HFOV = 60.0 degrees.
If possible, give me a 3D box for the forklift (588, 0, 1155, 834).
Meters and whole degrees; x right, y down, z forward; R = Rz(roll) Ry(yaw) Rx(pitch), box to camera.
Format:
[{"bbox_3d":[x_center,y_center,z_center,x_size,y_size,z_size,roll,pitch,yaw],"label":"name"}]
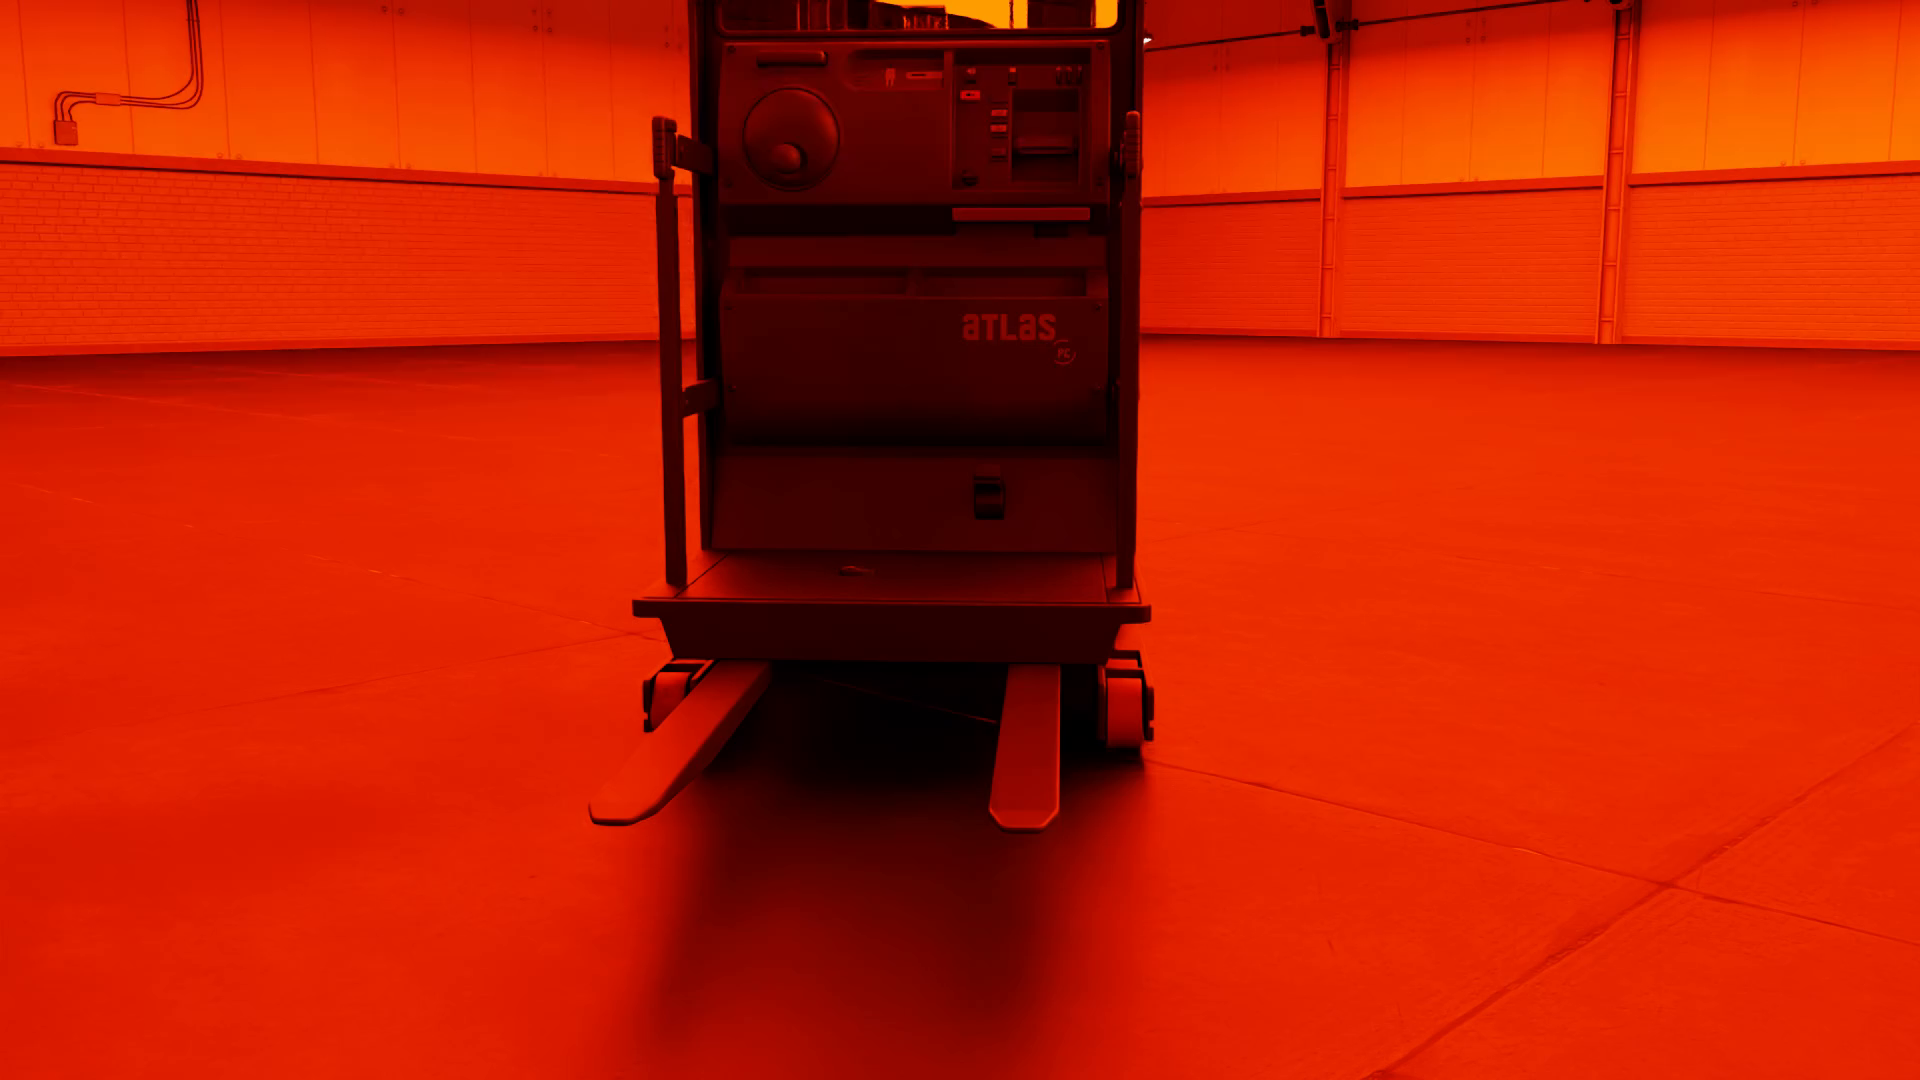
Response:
[{"bbox_3d":[-0.119,-1.035,3.749,1.130,2.935,3.031,1,9,3],"label":"forklift"}]
